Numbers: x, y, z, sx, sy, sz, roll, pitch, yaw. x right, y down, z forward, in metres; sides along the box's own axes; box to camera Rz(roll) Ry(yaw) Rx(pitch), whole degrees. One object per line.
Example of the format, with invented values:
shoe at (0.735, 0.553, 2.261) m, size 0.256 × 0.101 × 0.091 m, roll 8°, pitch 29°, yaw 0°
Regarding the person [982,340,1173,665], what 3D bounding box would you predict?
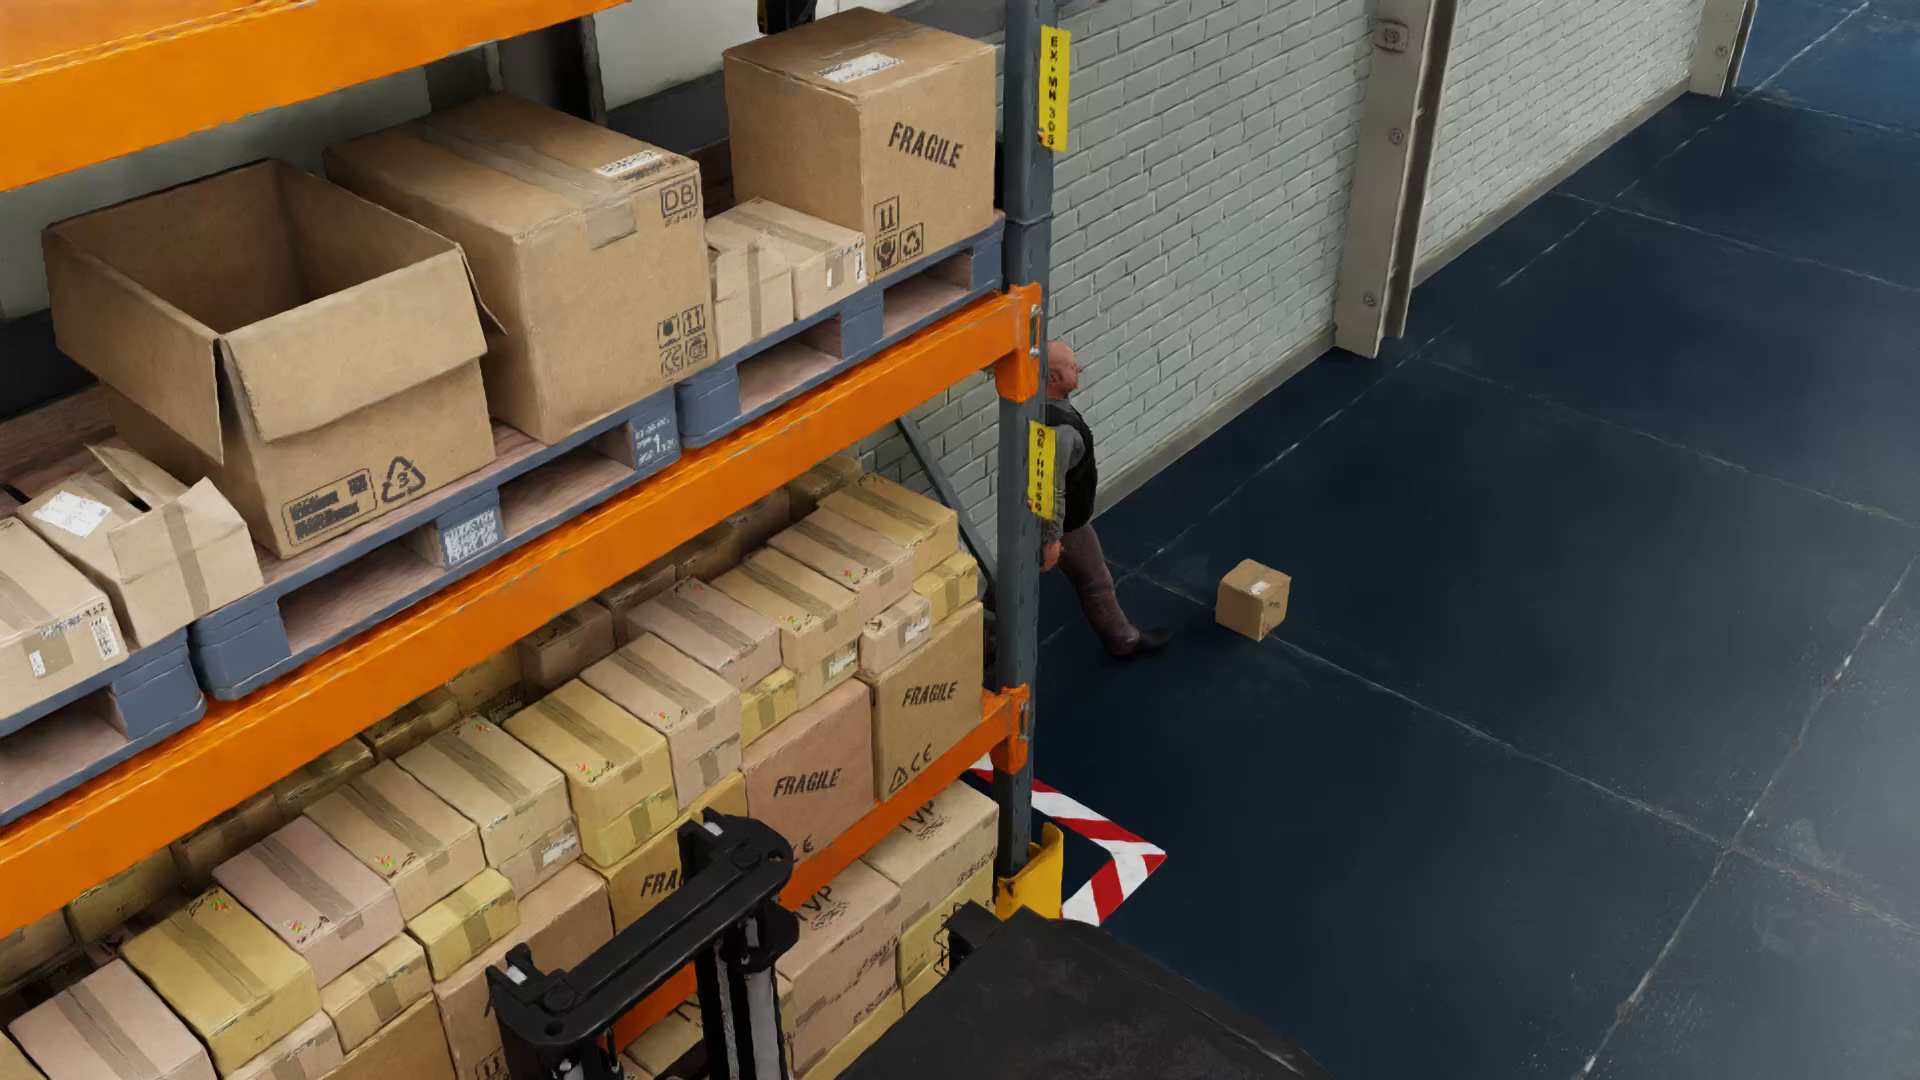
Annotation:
person at (0.496, -0.158, 7.377) m, size 0.952 × 1.678 × 0.575 m, roll -12°, pitch 37°, yaw -17°
